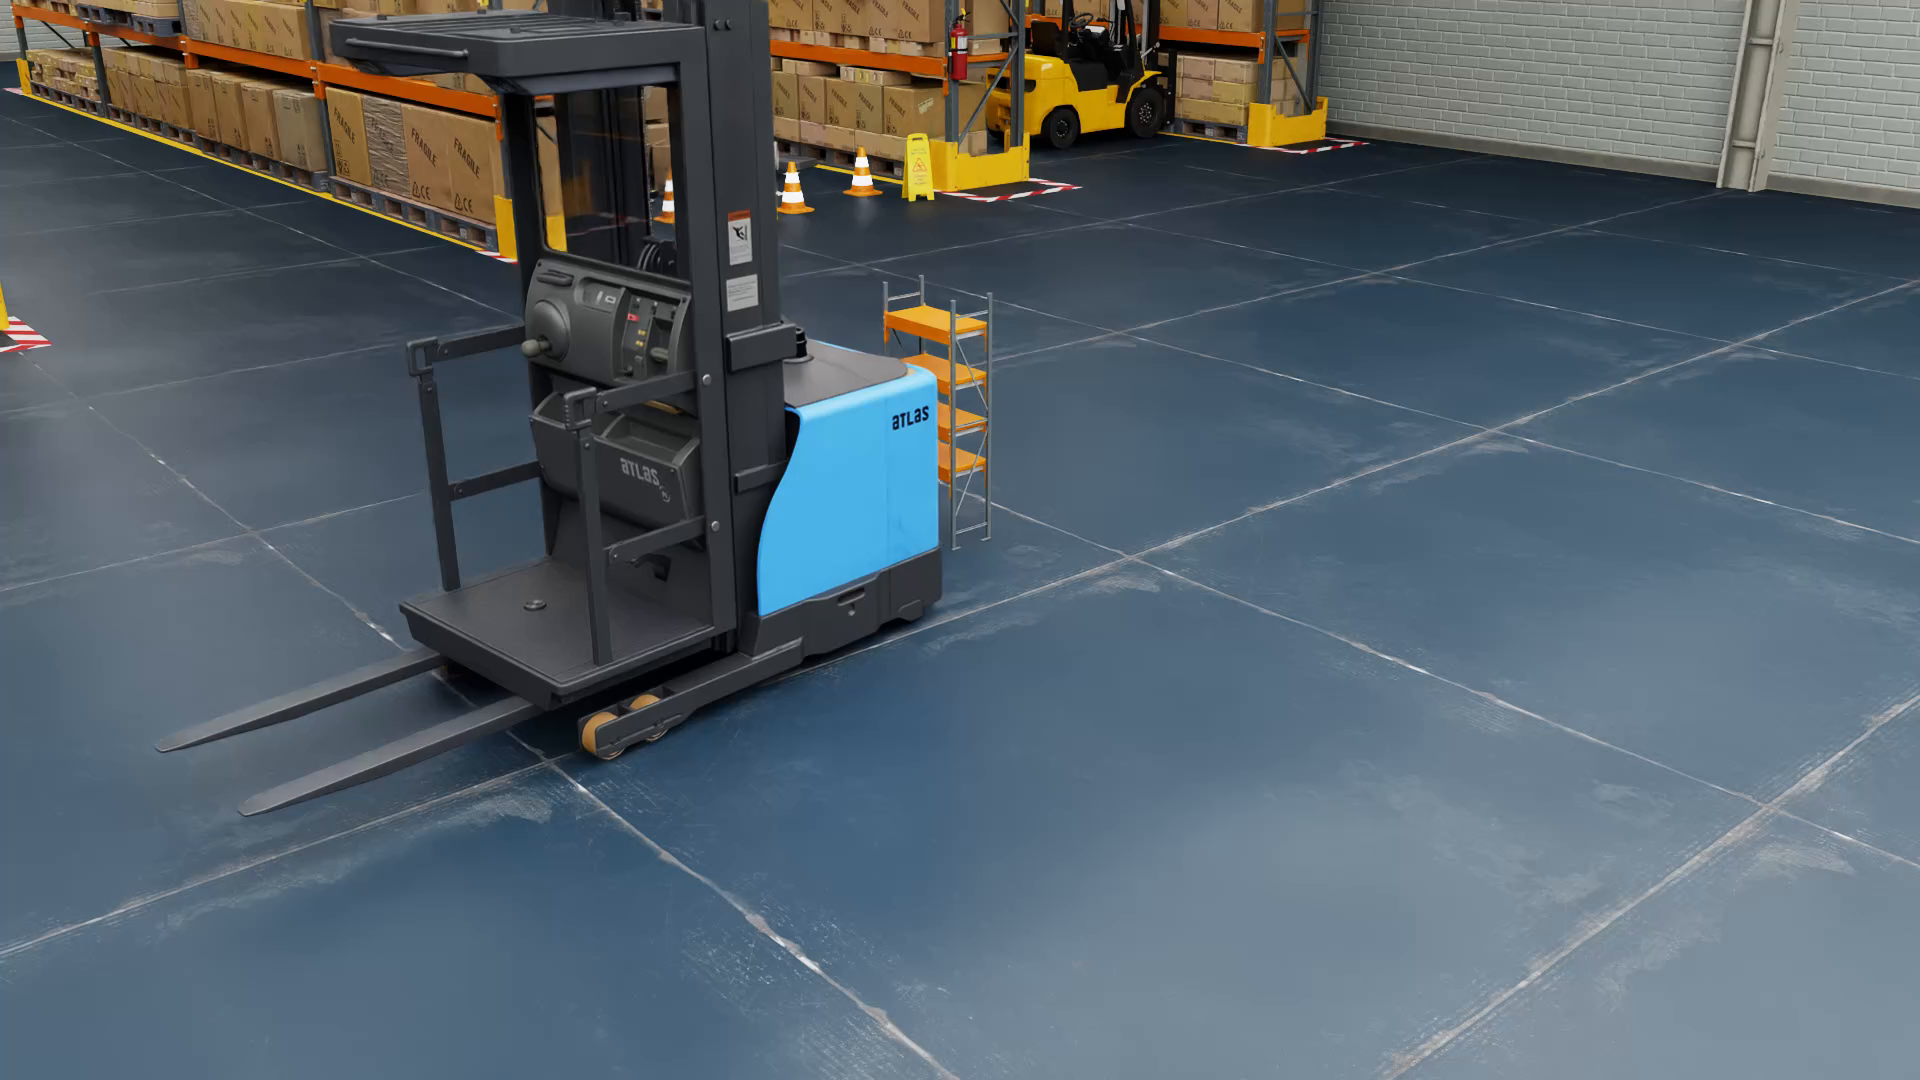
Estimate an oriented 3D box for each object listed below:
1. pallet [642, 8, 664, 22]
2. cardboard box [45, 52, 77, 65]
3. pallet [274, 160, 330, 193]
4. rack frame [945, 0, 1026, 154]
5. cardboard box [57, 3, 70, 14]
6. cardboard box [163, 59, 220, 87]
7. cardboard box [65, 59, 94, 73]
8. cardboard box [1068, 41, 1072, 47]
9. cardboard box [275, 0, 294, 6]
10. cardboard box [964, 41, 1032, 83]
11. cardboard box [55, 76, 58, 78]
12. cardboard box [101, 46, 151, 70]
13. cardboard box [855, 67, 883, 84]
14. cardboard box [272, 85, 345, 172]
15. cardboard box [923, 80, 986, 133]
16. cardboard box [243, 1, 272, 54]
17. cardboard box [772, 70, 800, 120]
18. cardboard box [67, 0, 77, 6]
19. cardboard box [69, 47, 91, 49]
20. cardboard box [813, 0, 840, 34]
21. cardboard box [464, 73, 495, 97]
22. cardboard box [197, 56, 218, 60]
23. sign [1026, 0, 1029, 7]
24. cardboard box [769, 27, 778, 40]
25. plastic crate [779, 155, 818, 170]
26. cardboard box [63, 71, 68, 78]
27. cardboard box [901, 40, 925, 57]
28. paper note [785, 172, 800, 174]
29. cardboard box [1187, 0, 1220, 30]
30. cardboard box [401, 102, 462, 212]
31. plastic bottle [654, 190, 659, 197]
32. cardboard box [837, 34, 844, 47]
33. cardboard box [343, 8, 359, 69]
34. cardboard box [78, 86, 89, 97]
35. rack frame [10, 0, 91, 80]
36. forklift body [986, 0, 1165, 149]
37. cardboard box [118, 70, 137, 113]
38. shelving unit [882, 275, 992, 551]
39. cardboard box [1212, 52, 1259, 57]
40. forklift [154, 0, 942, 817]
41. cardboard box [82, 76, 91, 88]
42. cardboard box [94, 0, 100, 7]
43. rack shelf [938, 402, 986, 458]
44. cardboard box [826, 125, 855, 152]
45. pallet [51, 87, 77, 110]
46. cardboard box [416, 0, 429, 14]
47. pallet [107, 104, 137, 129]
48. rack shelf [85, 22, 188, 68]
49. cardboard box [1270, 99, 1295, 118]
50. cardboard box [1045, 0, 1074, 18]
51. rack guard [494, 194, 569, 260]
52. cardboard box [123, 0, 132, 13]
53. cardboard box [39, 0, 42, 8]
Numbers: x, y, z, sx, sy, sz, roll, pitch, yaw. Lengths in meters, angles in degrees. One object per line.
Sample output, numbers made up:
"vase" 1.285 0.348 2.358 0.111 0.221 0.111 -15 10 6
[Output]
"pallet" -3.637 -6.730 21.316 1.003 0.211 1.213 -17 27 -37
"cardboard box" -13.219 -7.083 24.473 0.380 0.149 0.250 -19 28 -40
"pallet" -6.594 -3.942 17.758 1.003 0.211 1.213 -17 27 -37
"rack frame" 0.261 -5.146 17.010 1.000 3.000 0.127 -17 27 -37
"cardboard box" -12.349 -7.440 23.210 0.380 0.149 0.250 -19 28 -40
"cardboard box" -9.290 -5.657 20.139 0.500 0.250 0.500 -18 28 -39
"cardboard box" -12.407 -6.708 23.515 0.380 0.149 0.250 -19 28 -40
"cardboard box" 1.486 -6.606 22.561 0.500 0.250 0.500 -18 28 -38
"cardboard box" -6.699 -5.834 17.259 0.700 0.500 0.500 -18 28 -38
"cardboard box" 0.559 -6.881 24.121 0.875 0.625 0.625 -18 28 -38
"cardboard box" -13.044 -6.743 24.421 0.380 0.149 0.250 -17 27 -37
"cardboard box" -10.973 -6.369 21.955 0.500 0.250 0.500 -19 28 -40
"cardboard box" -0.911 -5.027 17.984 0.380 0.149 0.250 -17 27 -37
"cardboard box" -6.507 -4.343 17.468 1.050 0.750 0.750 -18 27 -38
"cardboard box" -0.071 -4.706 18.051 0.500 0.500 0.500 -19 28 -39
"cardboard box" -7.236 -5.451 17.652 0.500 0.500 0.500 -17 27 -37
"cardboard box" -1.811 -5.143 19.169 0.500 0.500 0.500 -16 27 -35
"cardboard box" -11.785 -7.507 22.492 0.500 0.500 0.500 -17 27 -37
"cardboard box" -13.329 -7.419 25.332 0.380 0.149 0.250 -17 27 -37
"cardboard box" -1.265 -5.839 18.233 0.500 0.500 0.500 -17 27 -37
"cardboard box" -3.699 -4.101 14.137 0.875 0.550 0.550 -17 27 -37
"cardboard box" -9.242 -5.919 20.807 0.500 0.250 0.500 -18 28 -38
"sign" 0.672 -5.678 17.182 0.100 0.325 0.005 -17 27 -37
"cardboard box" -1.986 -5.847 19.144 0.380 0.149 0.250 -18 27 -38
"plastic crate" -1.946 -4.263 18.758 0.583 0.080 0.402 12 24 27
"cardboard box" -12.817 -6.813 24.191 0.380 0.149 0.250 -16 26 -35
"cardboard box" -0.394 -5.125 17.301 0.380 0.149 0.250 -18 28 -38
"paper note" -1.845 -4.021 18.209 0.148 0.019 0.142 12 24 27
"cardboard box" 3.168 -6.594 20.570 0.500 0.500 0.500 -16 27 -36
"cardboard box" -4.491 -3.560 15.298 0.875 0.875 0.875 -18 28 -38
"plastic bottle" -3.210 -3.521 16.891 0.283 0.061 0.133 12 24 27
"cardboard box" -1.128 -5.508 18.279 0.380 0.149 0.250 -17 27 -37
"cardboard box" -5.408 -4.869 16.097 0.875 0.550 0.550 -17 27 -37
"cardboard box" -12.097 -6.300 23.289 0.380 0.149 0.250 -19 28 -39
"rack frame" -13.867 -8.360 25.216 1.000 3.000 0.127 -17 27 -37
"forklift body" 1.400 -6.023 20.413 2.313 2.155 1.214 -17 27 -37
"cardboard box" -10.628 -5.874 21.719 0.500 0.500 0.500 -16 26 -35
"shelving unit" -0.108 -0.604 7.882 0.258 1.200 0.503 -17 27 -37
"cardboard box" 3.520 -6.025 21.076 0.500 0.250 0.500 -17 27 -37
"forklift" -1.446 -0.786 5.971 1.130 2.935 3.031 19 28 39
"cardboard box" -11.888 -6.345 22.996 0.380 0.149 0.250 -19 28 -40
"cardboard box" -10.838 -6.901 21.258 0.380 0.149 0.250 -17 27 -37
"rack shelf" -0.108 -0.542 7.907 0.258 0.148 0.480 -17 27 -37
"cardboard box" -1.148 -4.509 18.577 0.500 0.250 0.500 -19 28 -39
"pallet" -12.521 -6.471 24.216 1.003 0.211 1.213 -17 27 -37
"cardboard box" -4.327 -4.941 14.800 0.875 0.550 0.550 -17 27 -37
"pallet" -10.746 -5.742 22.355 1.003 0.211 1.213 -17 27 -37
"rack shelf" -9.950 -6.368 21.115 1.077 0.370 4.000 -17 27 -37
"cardboard box" 3.847 -5.426 20.919 0.500 0.250 0.500 -17 27 -37
"cardboard box" 1.500 -7.296 22.361 0.500 0.500 0.500 -18 28 -39
"rack guard" -3.407 -2.769 14.369 1.175 0.500 0.348 -17 27 -37
"cardboard box" -9.981 -6.539 20.335 0.380 0.149 0.250 -19 28 -40
"cardboard box" -13.139 -7.808 24.152 0.380 0.149 0.250 -18 28 -38
